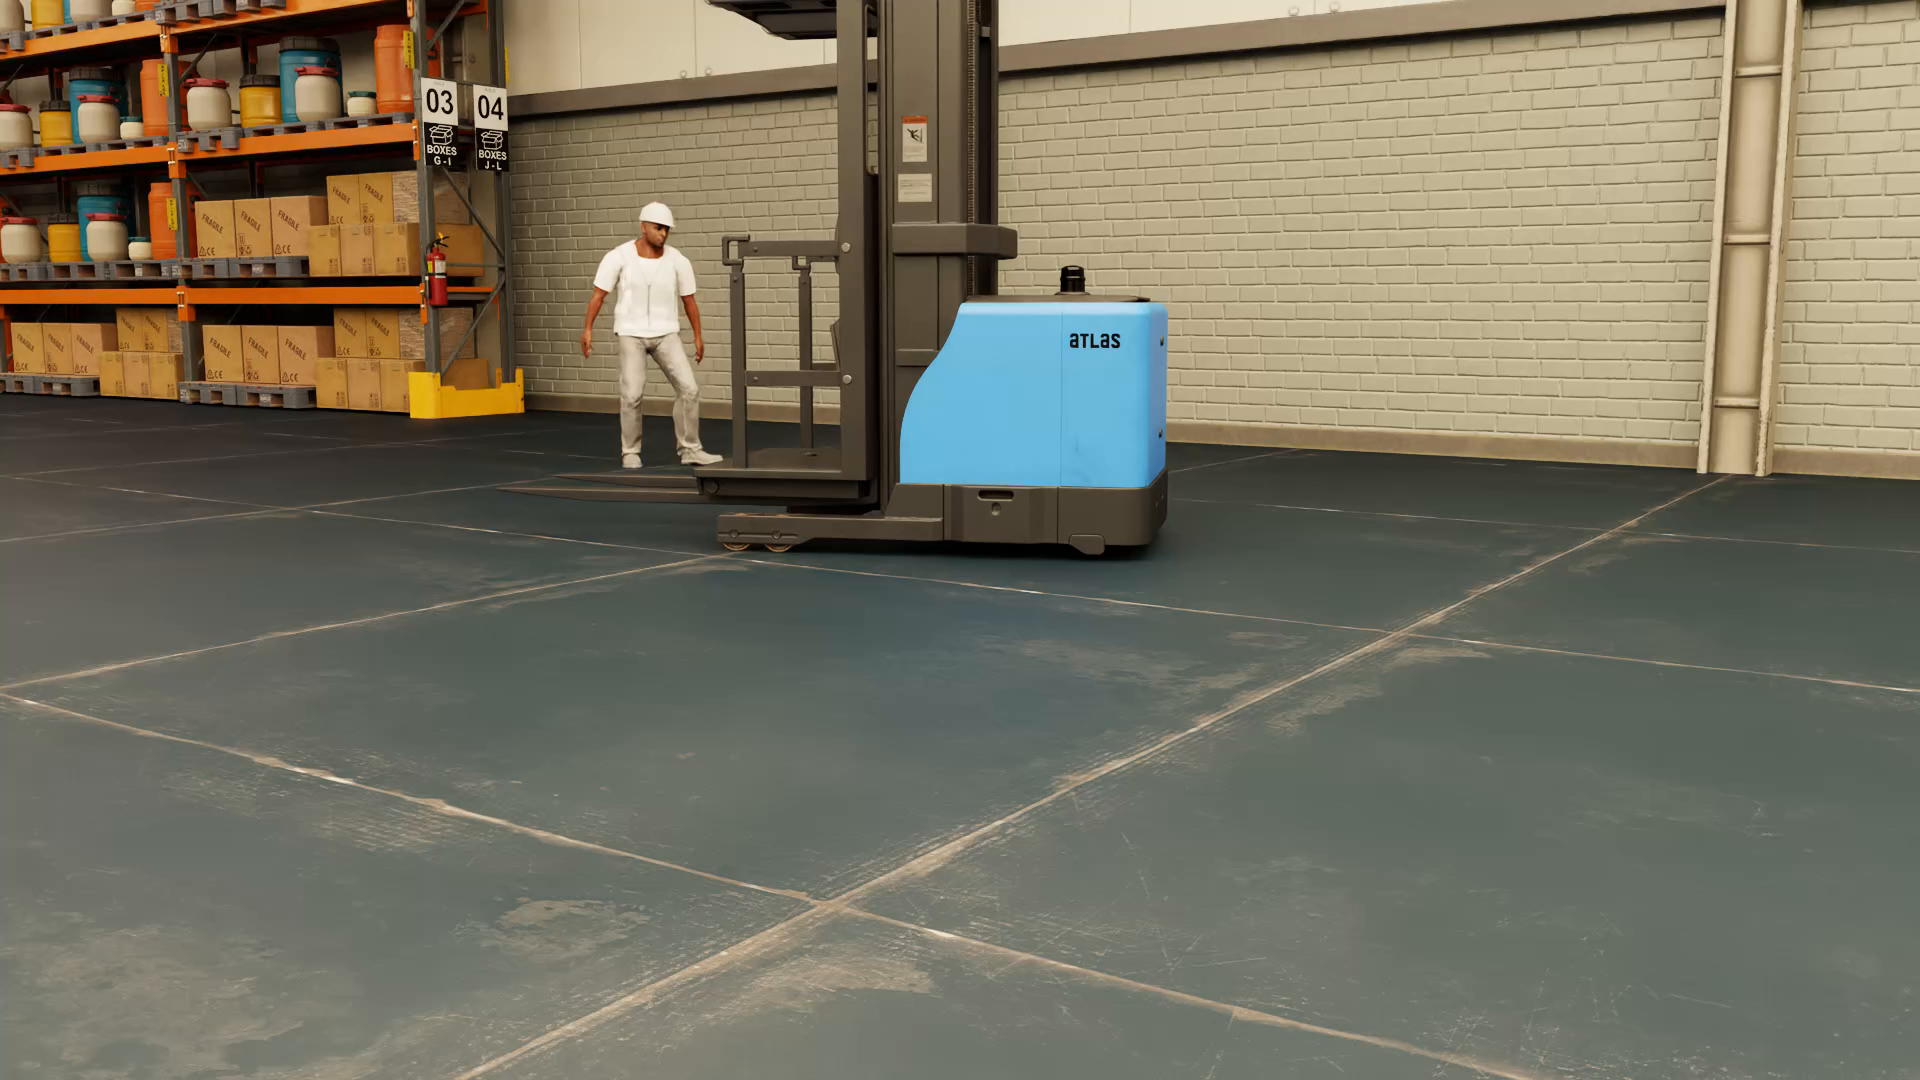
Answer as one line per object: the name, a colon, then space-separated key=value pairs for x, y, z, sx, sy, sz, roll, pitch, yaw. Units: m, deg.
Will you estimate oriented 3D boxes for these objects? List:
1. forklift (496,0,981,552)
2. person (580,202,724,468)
forklift: x=-0.595 y=-1.469 z=7.524 sx=3.031 sy=2.935 sz=1.121 roll=2 pitch=8 yaw=12
person: x=-2.032 y=-1.339 z=10.931 sx=0.890 sy=1.731 sz=0.457 roll=-3 pitch=9 yaw=-18
